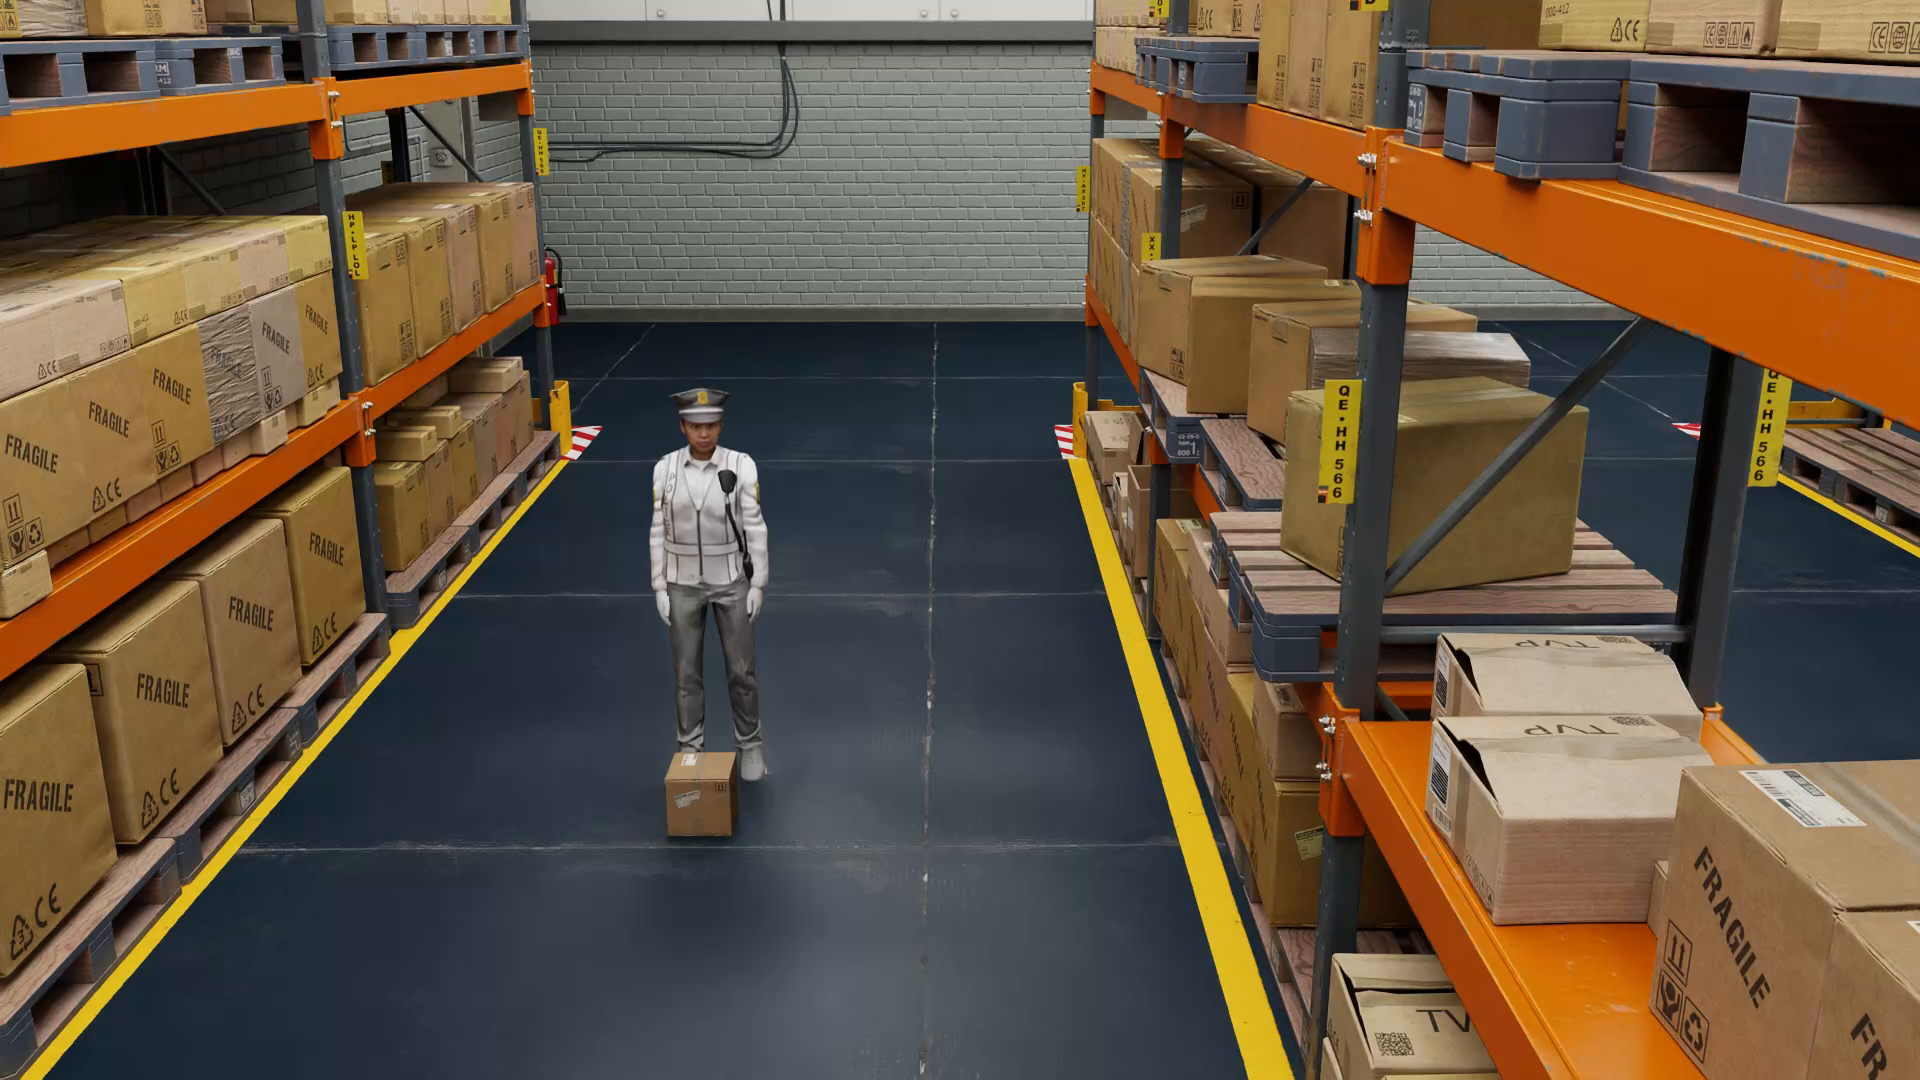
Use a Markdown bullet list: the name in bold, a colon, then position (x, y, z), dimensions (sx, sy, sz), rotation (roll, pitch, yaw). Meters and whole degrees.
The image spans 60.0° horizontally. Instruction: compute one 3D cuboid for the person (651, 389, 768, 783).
- **person**: position (-1.033, 0.205, 6.888), dimensions (0.476, 1.715, 0.337), rotation (0, 17, 0)
